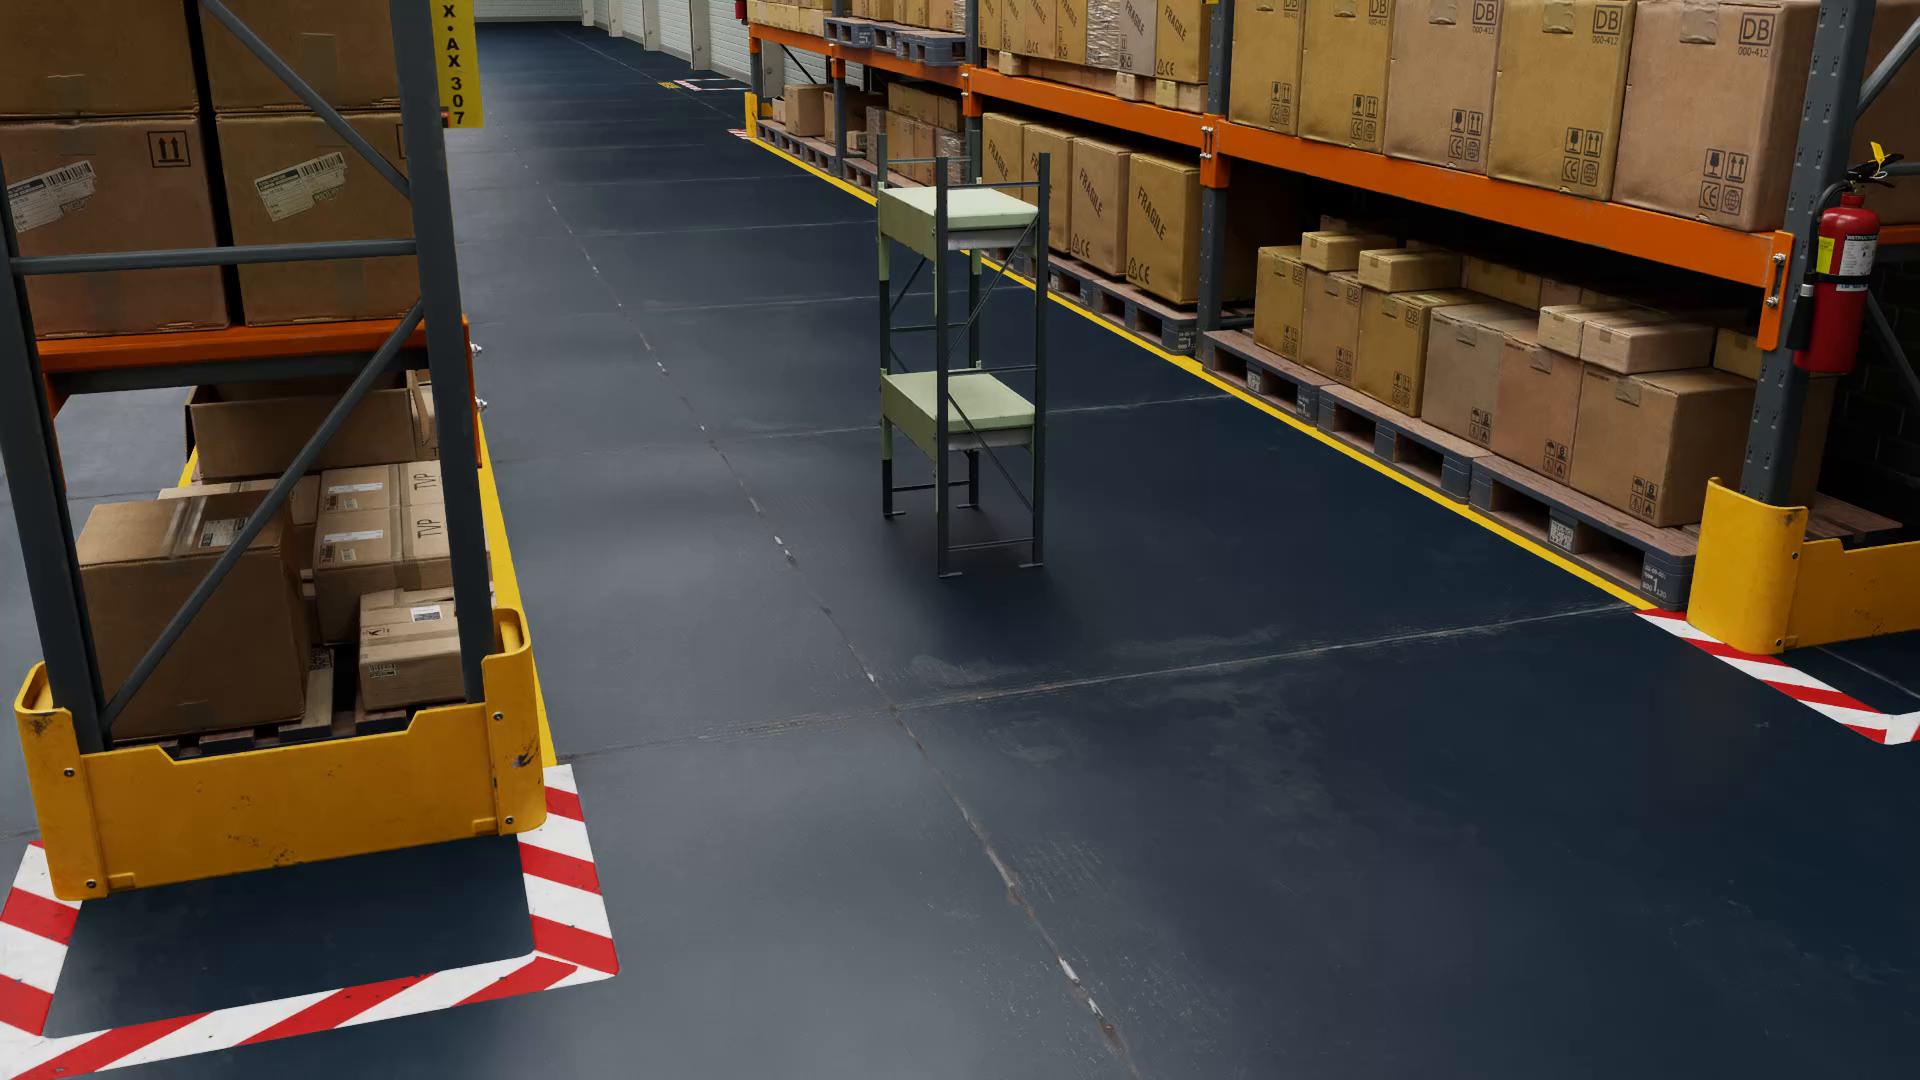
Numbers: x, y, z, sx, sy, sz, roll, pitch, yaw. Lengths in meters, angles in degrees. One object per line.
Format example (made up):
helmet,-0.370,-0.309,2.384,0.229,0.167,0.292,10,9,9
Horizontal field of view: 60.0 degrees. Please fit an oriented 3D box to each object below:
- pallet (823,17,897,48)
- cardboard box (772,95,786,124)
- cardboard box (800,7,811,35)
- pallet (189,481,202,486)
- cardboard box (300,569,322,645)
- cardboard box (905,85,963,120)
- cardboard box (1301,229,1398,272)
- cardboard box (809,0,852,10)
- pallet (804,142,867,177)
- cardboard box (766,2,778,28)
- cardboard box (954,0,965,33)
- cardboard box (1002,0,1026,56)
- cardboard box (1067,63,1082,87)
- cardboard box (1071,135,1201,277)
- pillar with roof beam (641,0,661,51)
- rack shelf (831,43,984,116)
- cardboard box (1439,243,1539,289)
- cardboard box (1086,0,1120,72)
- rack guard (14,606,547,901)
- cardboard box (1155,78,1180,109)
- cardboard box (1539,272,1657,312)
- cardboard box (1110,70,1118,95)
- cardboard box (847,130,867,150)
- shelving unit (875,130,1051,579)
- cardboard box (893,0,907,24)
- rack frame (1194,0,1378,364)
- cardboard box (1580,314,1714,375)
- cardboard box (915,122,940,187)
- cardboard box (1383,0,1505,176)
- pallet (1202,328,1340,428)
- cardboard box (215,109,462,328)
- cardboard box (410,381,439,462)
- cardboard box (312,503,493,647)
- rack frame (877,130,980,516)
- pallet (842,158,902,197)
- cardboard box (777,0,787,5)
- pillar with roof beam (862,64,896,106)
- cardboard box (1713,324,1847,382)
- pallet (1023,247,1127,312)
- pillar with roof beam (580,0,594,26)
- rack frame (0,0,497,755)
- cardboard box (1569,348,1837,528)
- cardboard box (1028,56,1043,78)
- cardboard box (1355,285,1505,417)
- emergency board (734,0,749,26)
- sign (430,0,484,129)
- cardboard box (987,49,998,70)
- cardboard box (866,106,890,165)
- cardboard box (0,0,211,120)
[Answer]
pallet,-0.623,-4.657,15.229,1.003,0.211,1.213,-6,21,-17
cardboard box,-1.850,-5.002,19.232,0.500,0.311,0.500,-9,22,-23
cardboard box,-1.310,-5.228,16.726,0.500,0.250,0.500,-6,21,-17
pallet,-2.310,0.012,6.072,1.003,0.211,1.213,-6,21,-17
cardboard box,-2.101,0.209,4.939,0.380,0.166,0.250,-6,21,-17
cardboard box,-0.169,-3.850,14.635,0.500,0.250,0.500,-7,21,-19
cardboard box,1.862,-1.387,7.959,0.380,0.149,0.250,-6,21,-15
cardboard box,-1.167,-5.419,16.149,0.500,0.500,0.500,-6,21,-17
pallet,-0.970,-3.908,16.984,1.003,0.211,1.213,-6,21,-17
cardboard box,-1.799,-5.711,18.072,0.500,0.250,0.500,-7,21,-18
cardboard box,0.375,-4.128,12.675,0.700,0.500,0.500,-9,22,-24
cardboard box,0.598,-3.569,11.298,0.500,0.500,0.500,-6,21,-15
cardboard box,0.908,-2.994,10.658,0.380,0.149,0.250,-6,21,-17
cardboard box,1.180,-2.107,10.403,0.750,0.750,0.750,-6,21,-16
pillar with roof beam,-10.685,-14.301,32.921,9.100,9.000,0.400,-6,21,-17
rack shelf,-0.096,-4.028,14.257,1.077,0.370,4.000,-6,21,-17
cardboard box,2.400,-1.250,7.575,0.380,0.149,0.250,-6,21,-17
cardboard box,1.085,-3.084,9.947,0.500,0.500,0.500,-6,21,-17
rack guard,-1.679,0.522,4.223,1.175,0.500,0.348,-6,21,-17
cardboard box,1.313,-2.489,9.251,0.380,0.149,0.250,-6,21,-16
cardboard box,2.642,-1.003,6.890,0.380,0.149,0.250,-6,21,-16
cardboard box,1.121,-2.741,9.952,0.380,0.149,0.250,-6,21,-17
cardboard box,-0.922,-4.050,16.796,0.380,0.166,0.250,-9,22,-24
shelving unit,-0.002,-0.708,6.169,0.431,1.500,0.755,-6,21,-17
cardboard box,-0.192,-4.707,14.286,0.700,0.500,0.500,-4,20,-10
rack frame,1.789,-2.441,8.775,1.000,3.000,0.127,-6,21,-17
cardboard box,2.518,-0.720,6.100,0.380,0.149,0.250,-7,21,-18
cardboard box,0.022,-3.315,14.255,0.700,0.500,0.500,-7,21,-17
cardboard box,2.407,-1.939,6.934,0.980,0.700,0.700,-7,21,-20
pallet,1.954,-0.876,8.544,1.003,0.211,1.213,-6,21,-17
cardboard box,-1.544,-0.847,4.190,0.500,0.500,0.500,-6,21,-16
cardboard box,-2.228,-0.462,6.591,0.500,0.311,0.500,-6,21,-17
cardboard box,-1.714,0.092,5.140,0.500,0.250,0.500,-6,21,-17
rack frame,-0.117,-0.825,6.496,0.400,1.500,0.023,-6,21,-17
pallet,-0.479,-3.446,15.699,1.003,0.211,1.213,-6,21,-17
cardboard box,-1.642,-5.908,17.510,0.500,0.500,0.500,-6,21,-16
pillar with roof beam,-5.028,-8.525,16.839,9.100,9.000,0.400,-6,21,-17
cardboard box,2.961,-0.679,5.987,0.380,0.149,0.250,-6,21,-17
pallet,1.088,-1.760,11.005,1.003,0.211,1.213,-6,21,-17
pillar with roof beam,-14.457,-18.152,43.642,9.100,9.000,0.400,-6,21,-17
rack frame,-1.655,-0.630,3.733,1.000,3.000,0.127,-6,21,-17
cardboard box,2.732,-0.393,6.149,0.700,0.500,0.500,-6,21,-17
cardboard box,0.686,-3.242,11.347,0.380,0.149,0.250,-7,21,-18
cardboard box,2.241,-0.885,7.519,0.700,0.500,0.500,-6,21,-16
emergency board,-3.567,-8.882,26.707,0.194,1.169,0.643,-6,21,-17
sign,-1.140,-1.095,3.747,0.100,0.325,0.005,-6,21,-17
cardboard box,0.416,-3.486,12.025,0.380,0.149,0.250,-7,21,-18
cardboard box,-0.478,-3.804,15.618,0.700,0.500,0.500,-6,21,-15
cardboard box,-2.056,-1.261,3.863,0.500,0.500,0.500,-7,21,-18
